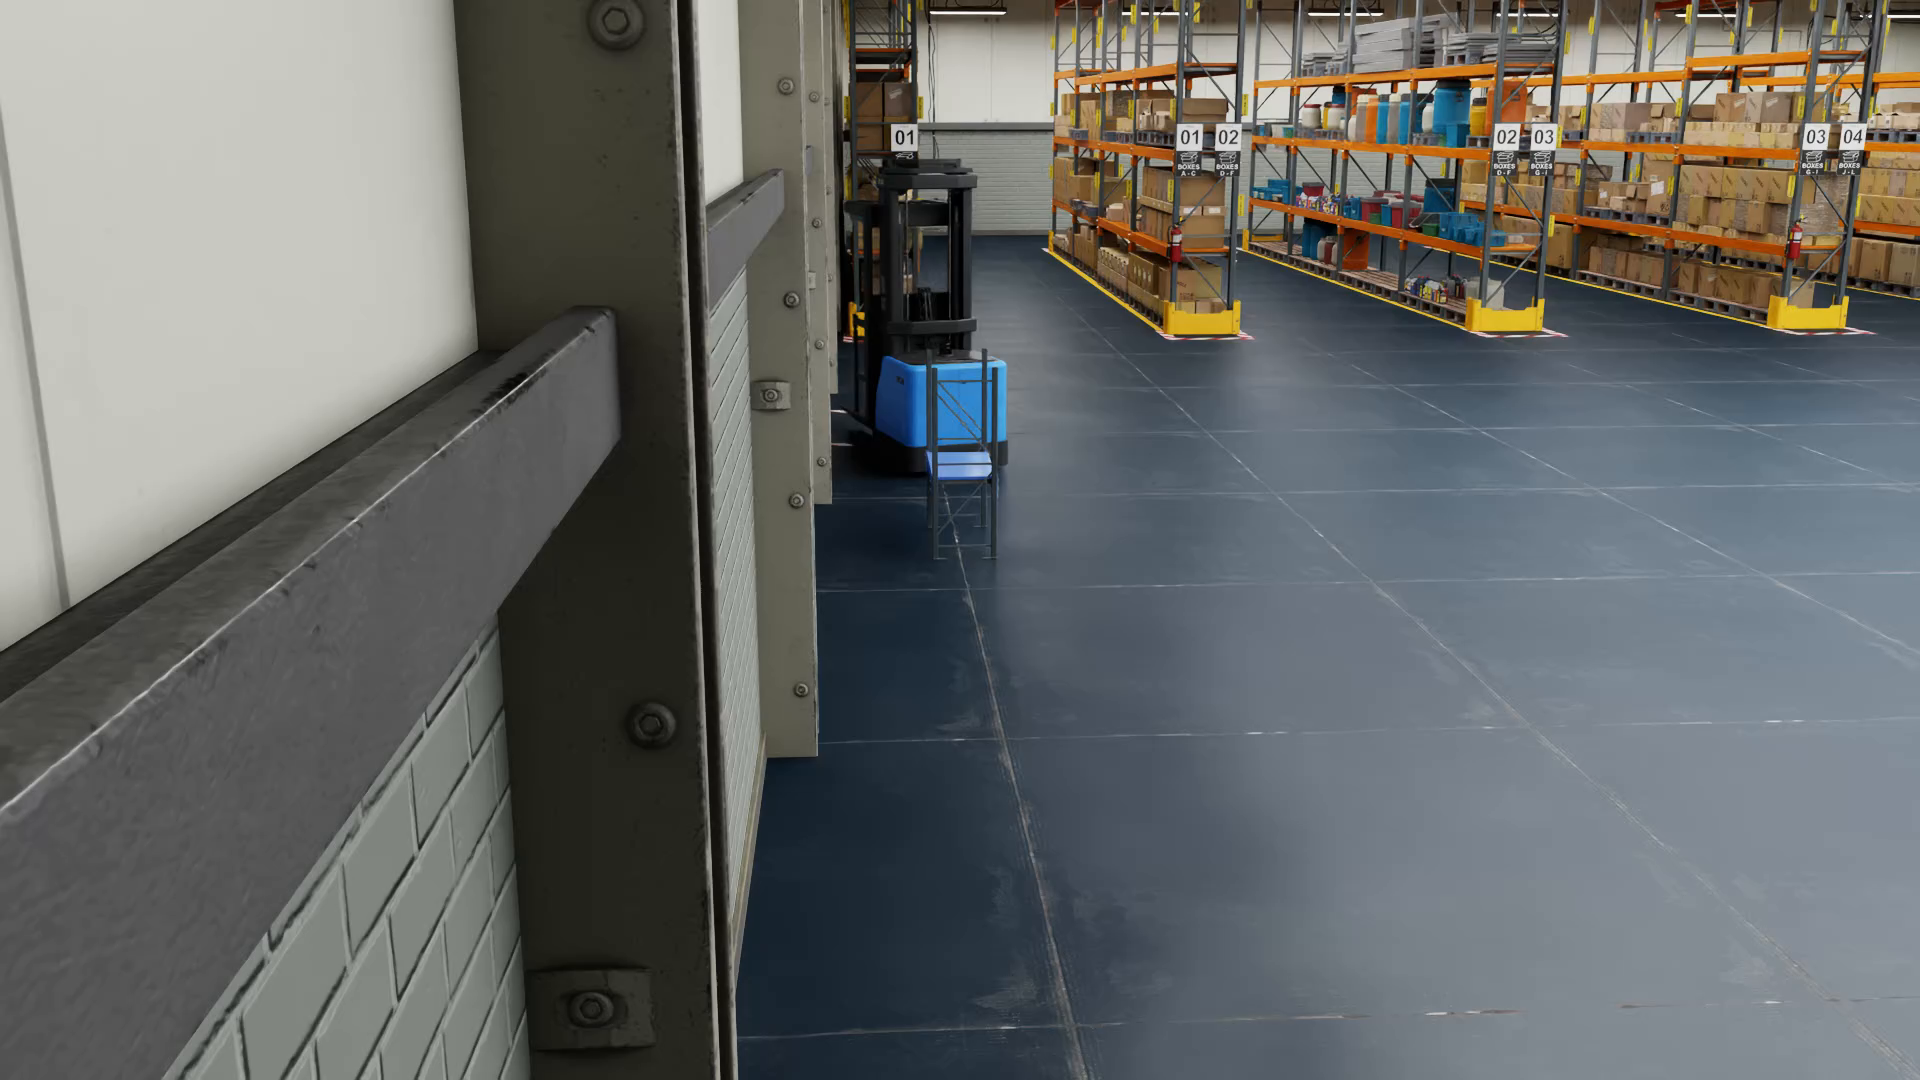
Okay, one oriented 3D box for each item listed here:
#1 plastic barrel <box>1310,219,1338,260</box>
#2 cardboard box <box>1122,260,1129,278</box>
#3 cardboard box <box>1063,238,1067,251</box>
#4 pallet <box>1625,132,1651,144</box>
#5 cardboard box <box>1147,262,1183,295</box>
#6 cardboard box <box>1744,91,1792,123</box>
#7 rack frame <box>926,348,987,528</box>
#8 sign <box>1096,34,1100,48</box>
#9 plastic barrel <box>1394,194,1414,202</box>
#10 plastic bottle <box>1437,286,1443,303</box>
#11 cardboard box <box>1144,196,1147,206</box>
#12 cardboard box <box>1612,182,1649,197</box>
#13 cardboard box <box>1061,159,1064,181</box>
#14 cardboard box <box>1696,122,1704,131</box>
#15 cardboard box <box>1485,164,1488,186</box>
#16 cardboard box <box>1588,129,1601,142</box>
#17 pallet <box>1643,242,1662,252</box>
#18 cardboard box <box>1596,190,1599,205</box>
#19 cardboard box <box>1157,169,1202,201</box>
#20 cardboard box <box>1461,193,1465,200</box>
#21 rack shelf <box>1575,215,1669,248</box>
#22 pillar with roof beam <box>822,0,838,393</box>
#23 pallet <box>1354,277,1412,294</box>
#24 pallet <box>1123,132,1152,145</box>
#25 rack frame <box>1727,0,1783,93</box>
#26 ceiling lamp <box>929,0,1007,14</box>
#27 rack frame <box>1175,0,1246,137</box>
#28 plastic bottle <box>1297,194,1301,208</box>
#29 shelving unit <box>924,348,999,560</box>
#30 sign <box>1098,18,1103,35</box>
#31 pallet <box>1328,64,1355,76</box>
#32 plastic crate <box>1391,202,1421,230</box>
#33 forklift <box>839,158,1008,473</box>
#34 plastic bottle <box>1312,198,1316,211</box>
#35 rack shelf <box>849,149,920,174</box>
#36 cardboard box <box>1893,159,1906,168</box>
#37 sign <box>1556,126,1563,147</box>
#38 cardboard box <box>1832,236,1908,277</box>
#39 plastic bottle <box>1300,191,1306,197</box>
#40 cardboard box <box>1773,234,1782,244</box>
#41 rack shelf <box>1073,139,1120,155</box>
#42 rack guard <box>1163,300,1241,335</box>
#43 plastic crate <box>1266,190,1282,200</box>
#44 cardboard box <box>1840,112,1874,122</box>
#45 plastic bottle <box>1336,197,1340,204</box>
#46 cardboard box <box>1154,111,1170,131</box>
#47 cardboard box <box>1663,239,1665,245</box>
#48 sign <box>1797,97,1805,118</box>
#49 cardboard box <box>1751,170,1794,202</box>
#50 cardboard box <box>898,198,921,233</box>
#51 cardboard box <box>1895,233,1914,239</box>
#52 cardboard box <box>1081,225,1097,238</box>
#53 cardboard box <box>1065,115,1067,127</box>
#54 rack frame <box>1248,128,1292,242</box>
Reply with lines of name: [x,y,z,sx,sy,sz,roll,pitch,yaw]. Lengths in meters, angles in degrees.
plastic barrel: [8.060,-6.659,36.757,0.600,0.901,0.708,-1,14,-3]
cardboard box: [3.240,-4.958,30.327,0.500,0.311,0.500,-1,14,-3]
cardboard box: [2.691,-6.943,39.004,0.500,0.311,0.500,-1,14,-3]
pallet: [13.439,-7.645,31.579,1.213,0.211,1.003,-1,14,-3]
cardboard box: [3.392,-4.336,27.529,0.500,0.500,0.500,-1,14,-3]
cardboard box: [13.338,-7.145,27.455,0.500,0.500,0.500,-1,14,-3]
rack frame: [-0.026,-0.832,13.748,0.500,1.500,0.032,-1,14,-3]
sign: [3.363,-12.141,40.462,0.100,0.325,0.005,-1,14,-3]
plastic barrel: [8.583,-6.391,32.075,0.433,0.535,0.433,0,14,0]
plastic bottle: [8.166,-4.176,28.304,0.061,0.283,0.133,-1,14,-2]
cardboard box: [3.408,-5.885,28.876,0.380,0.149,0.250,-1,14,-5]
cardboard box: [13.399,-6.846,33.072,0.700,0.500,0.500,1,14,5]
cardboard box: [2.670,-8.741,39.270,0.500,0.500,0.500,-1,14,-4]
cardboard box: [13.236,-7.293,29.333,0.380,0.149,0.250,-2,15,-6]
cardboard box: [12.621,-8.530,38.857,0.500,0.500,0.500,-1,14,-3]
cardboard box: [12.966,-8.125,33.365,0.500,0.250,0.500,-1,14,-2]
pallet: [17.672,-7.335,41.609,1.003,0.211,1.213,-1,14,-3]
cardboard box: [13.432,-7.039,34.664,0.500,0.500,0.500,0,14,-2]
cardboard box: [3.678,-5.911,27.675,0.700,0.500,0.500,-1,14,-3]
cardboard box: [12.453,-8.384,40.598,0.380,0.149,0.250,-1,14,-5]
rack shelf: [13.315,-6.020,32.346,1.077,0.370,4.000,-1,14,-3]
pillar with roof beam: [2.617,-6.287,19.901,9.100,9.000,0.400,-1,14,-3]
pallet: [8.329,-4.943,32.313,1.003,0.211,1.213,-1,14,-3]
pallet: [3.484,-7.298,30.235,0.805,0.209,1.217,-1,15,-6]
rack frame: [17.900,-10.817,37.509,1.000,3.000,0.127,-1,14,-3]
ceiling lamp: [0.218,-15.064,42.302,2.000,3.185,0.800,-1,14,-3]
rack frame: [3.799,-7.629,25.119,1.000,3.000,0.127,-1,14,-3]
plastic bottle: [7.605,-7.596,37.265,0.061,0.283,0.133,-1,14,-3]
shelving unit: [0.005,-0.705,13.257,0.538,1.500,1.048,-1,14,-3]
sign: [2.762,-10.099,32.683,0.100,0.325,0.005,-1,14,-3]
pallet: [8.233,-9.589,33.918,1.213,0.211,1.003,-1,14,-3]
plastic crate: [8.160,-5.941,30.468,0.402,0.464,0.583,-1,14,-3]
forklift: [-0.516,-2.384,16.908,1.130,2.935,3.031,-5,15,-19]
plastic bottle: [7.700,-7.283,36.072,0.097,0.271,0.097,0,14,0]
rack shelf: [-1.269,-6.248,27.215,1.077,0.370,4.000,-1,14,-3]
cardboard box: [22.506,-8.785,39.444,0.500,0.500,0.500,-1,14,-4]
sign: [9.292,-6.264,25.814,0.100,0.325,0.005,-1,14,-3]
cardboard box: [18.153,-5.661,33.179,1.050,0.750,0.750,-1,14,-3]
plastic bottle: [7.700,-7.657,37.366,0.144,0.351,0.185,-1,14,-3]
cardboard box: [13.448,-4.884,26.993,0.380,0.149,0.250,-1,14,-3]
rack shelf: [3.179,-8.315,35.248,1.077,0.370,4.000,-1,14,-3]
rack guard: [3.800,-3.507,26.155,1.175,0.500,0.348,-1,14,-3]
plastic crate: [7.539,-8.258,39.818,0.416,0.233,0.300,-1,14,-3]
cardboard box: [17.973,-8.395,33.250,0.500,0.311,0.500,-1,14,-3]
plastic bottle: [8.285,-7.372,36.417,0.097,0.271,0.097,0,14,0]
cardboard box: [3.430,-6.825,27.069,0.500,0.311,0.500,1,14,3]
cardboard box: [17.431,-7.278,40.672,0.380,0.149,0.250,-2,15,-6]
sign: [13.131,-6.754,25.959,0.100,0.325,0.005,-1,14,-3]
cardboard box: [13.369,-5.810,27.283,0.500,0.500,0.500,-1,14,-3]
cardboard box: [-0.875,-5.070,25.968,0.500,0.500,0.500,-1,14,-3]
cardboard box: [22.902,-7.134,39.531,0.875,0.438,0.875,-1,14,-4]
cardboard box: [2.904,-6.701,36.180,0.500,0.250,0.500,-1,14,-3]
cardboard box: [2.698,-9.696,38.469,0.500,0.250,0.500,-1,14,-3]
rack frame: [7.752,-8.779,41.626,1.000,3.000,0.127,-1,14,-3]
